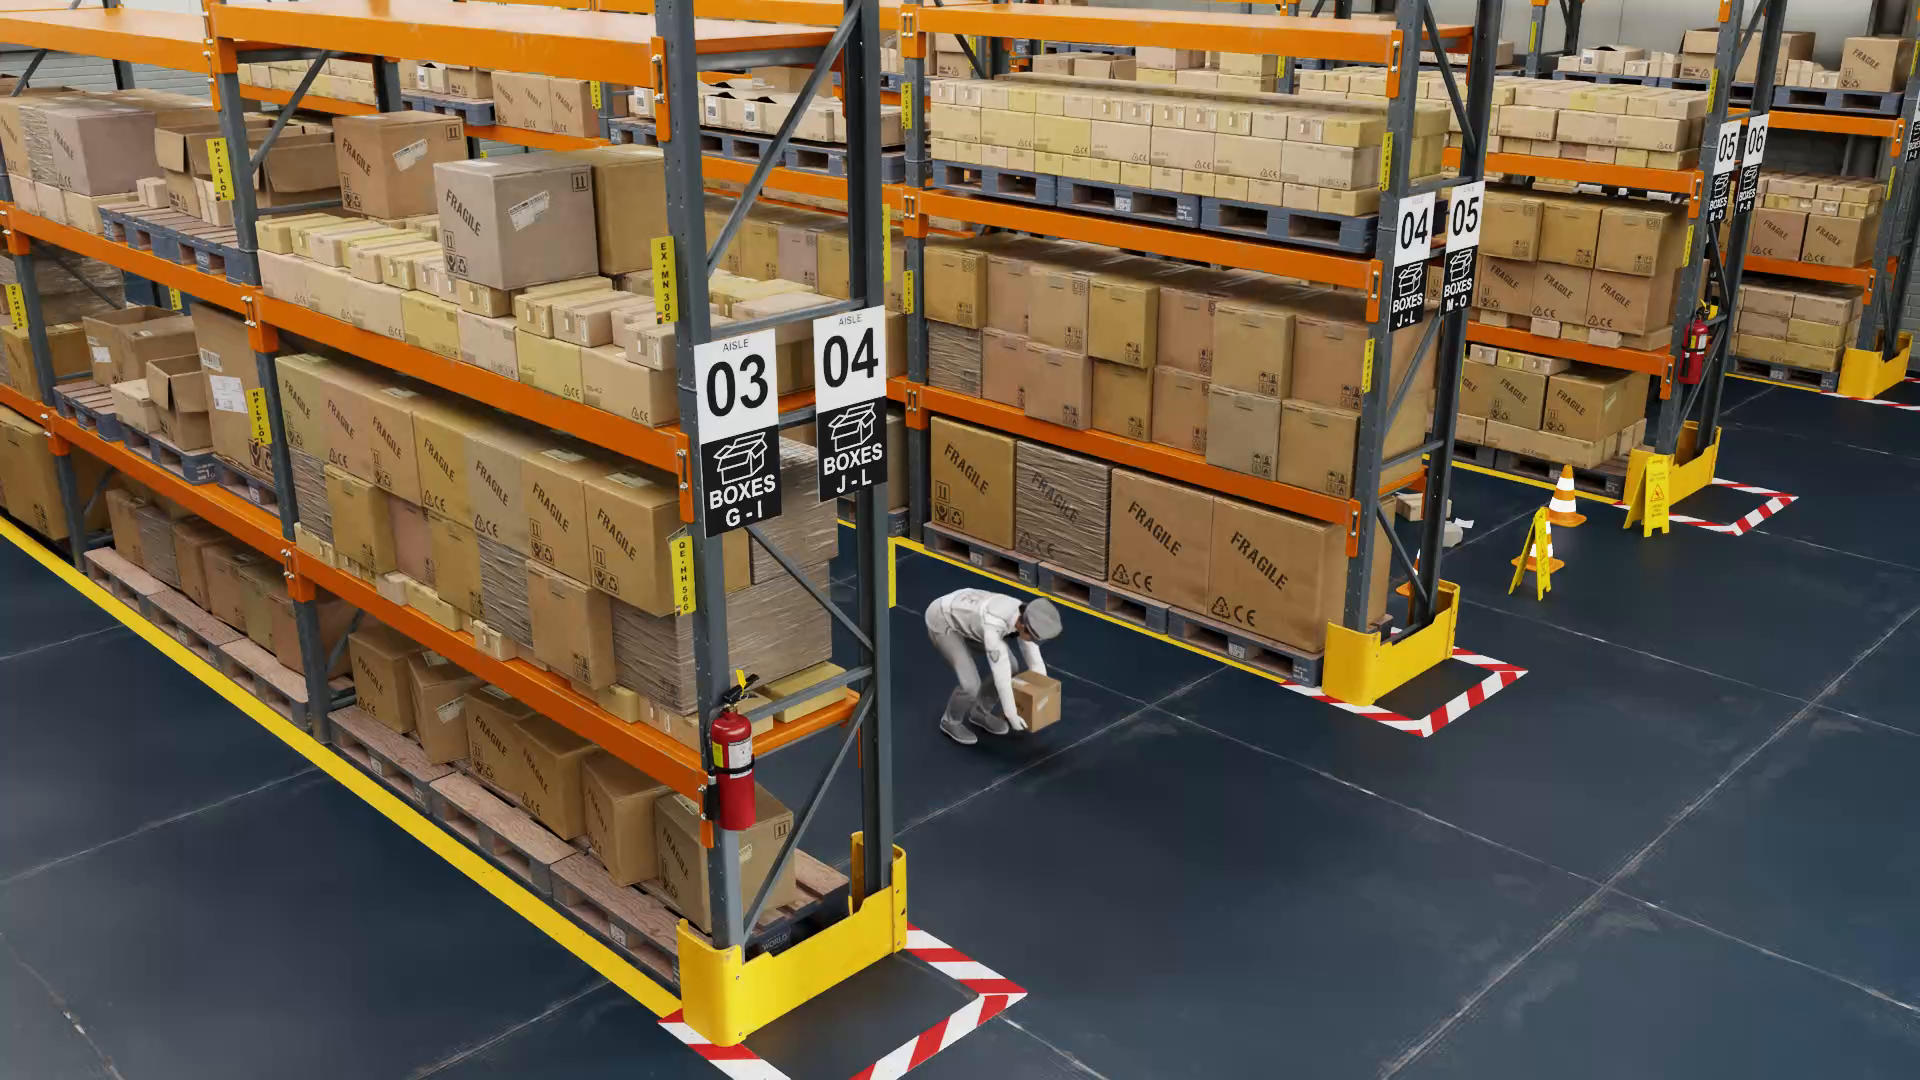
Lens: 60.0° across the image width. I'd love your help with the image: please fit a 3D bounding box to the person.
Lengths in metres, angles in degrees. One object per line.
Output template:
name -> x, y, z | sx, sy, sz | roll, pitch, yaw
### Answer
person -> 0.200, 0.752, 10.015 | 0.921, 1.013, 0.448 | 17, 27, 38
